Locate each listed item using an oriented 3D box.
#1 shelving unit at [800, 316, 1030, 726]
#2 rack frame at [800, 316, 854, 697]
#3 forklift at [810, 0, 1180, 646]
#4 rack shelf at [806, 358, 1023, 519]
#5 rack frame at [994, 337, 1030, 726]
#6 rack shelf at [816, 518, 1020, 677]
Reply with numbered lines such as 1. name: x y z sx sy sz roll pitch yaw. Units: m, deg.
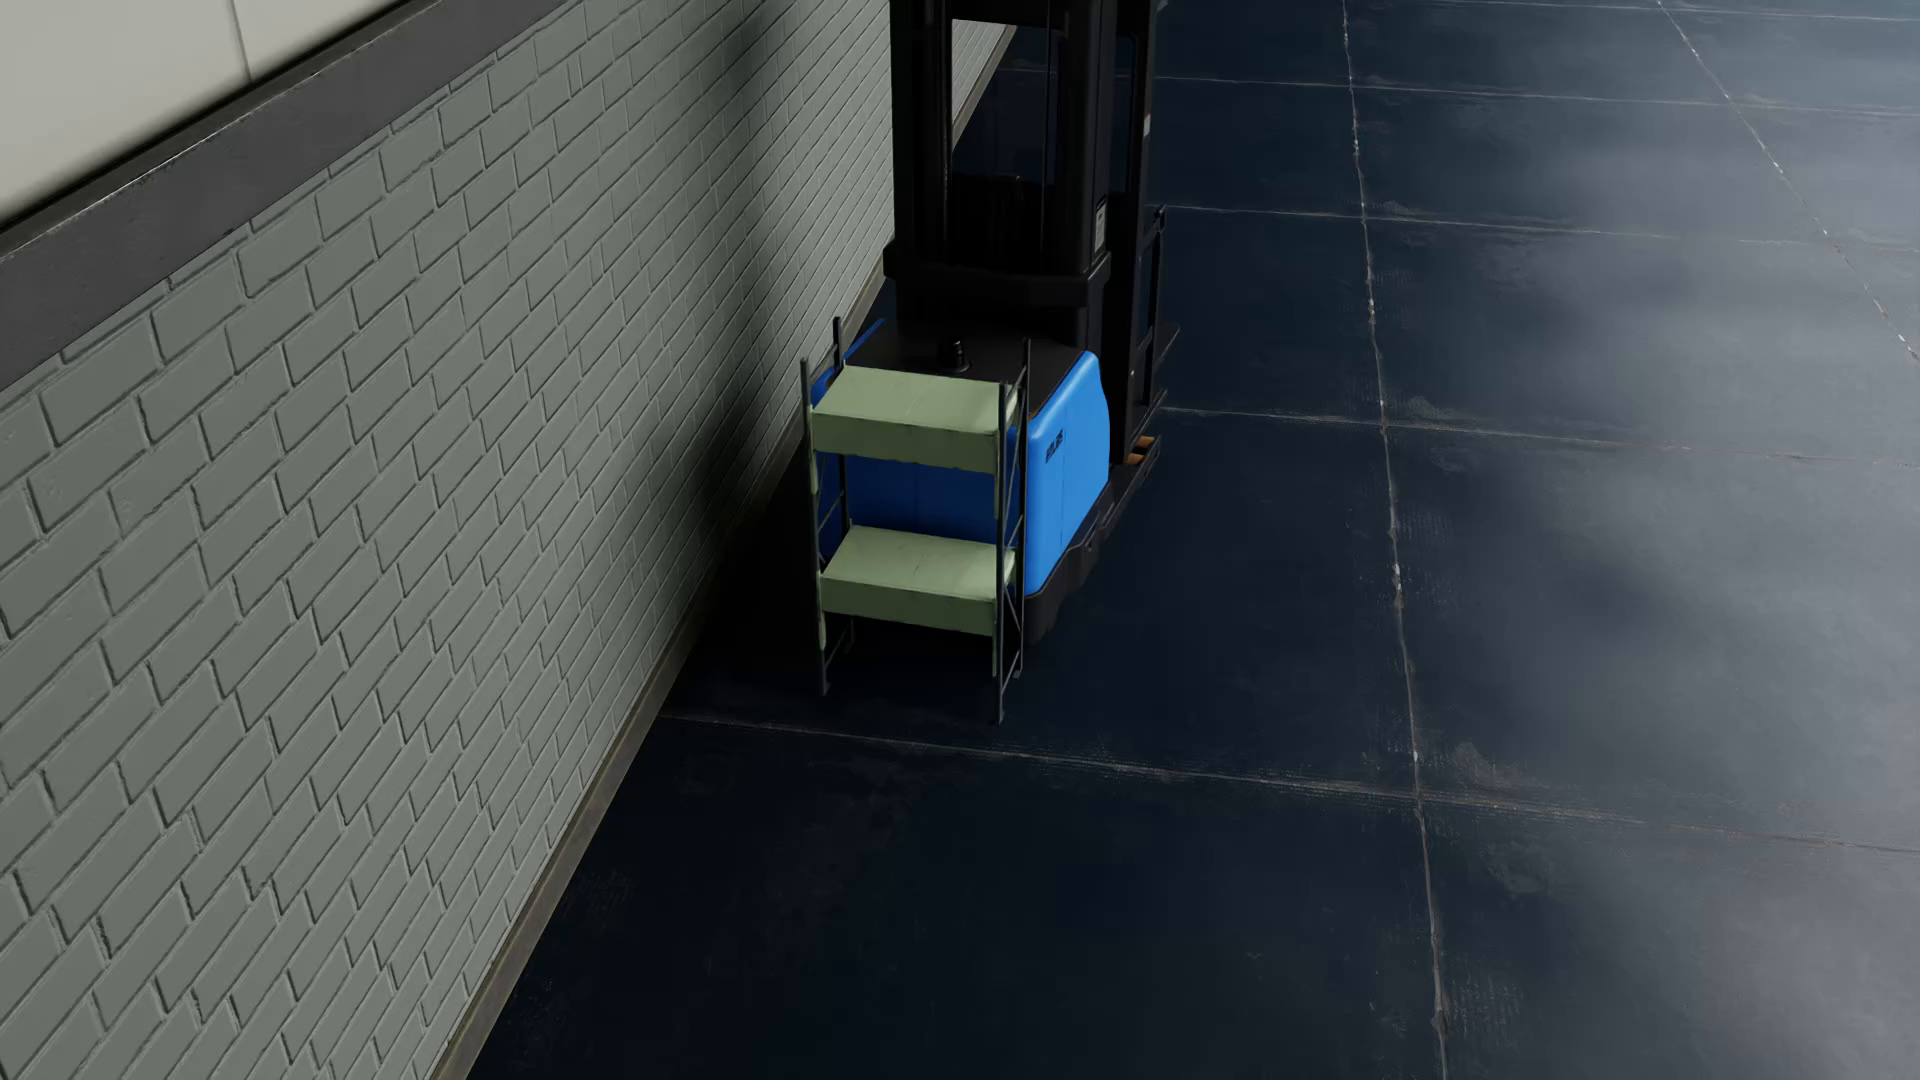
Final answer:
1. shelving unit: -0.157 -0.055 6.424 0.755 1.500 0.431 8 33 12
2. rack frame: -0.511 -0.104 6.503 0.023 1.500 0.400 8 33 12
3. forklift: 0.363 -1.572 7.499 1.130 2.935 3.031 12 34 18
4. rack shelf: -0.157 -0.386 6.217 0.720 0.370 0.431 8 33 12
5. rack frame: 0.197 -0.005 6.345 0.023 1.500 0.400 8 33 12
6. rack shelf: -0.157 0.222 6.597 0.720 0.370 0.431 8 33 12
